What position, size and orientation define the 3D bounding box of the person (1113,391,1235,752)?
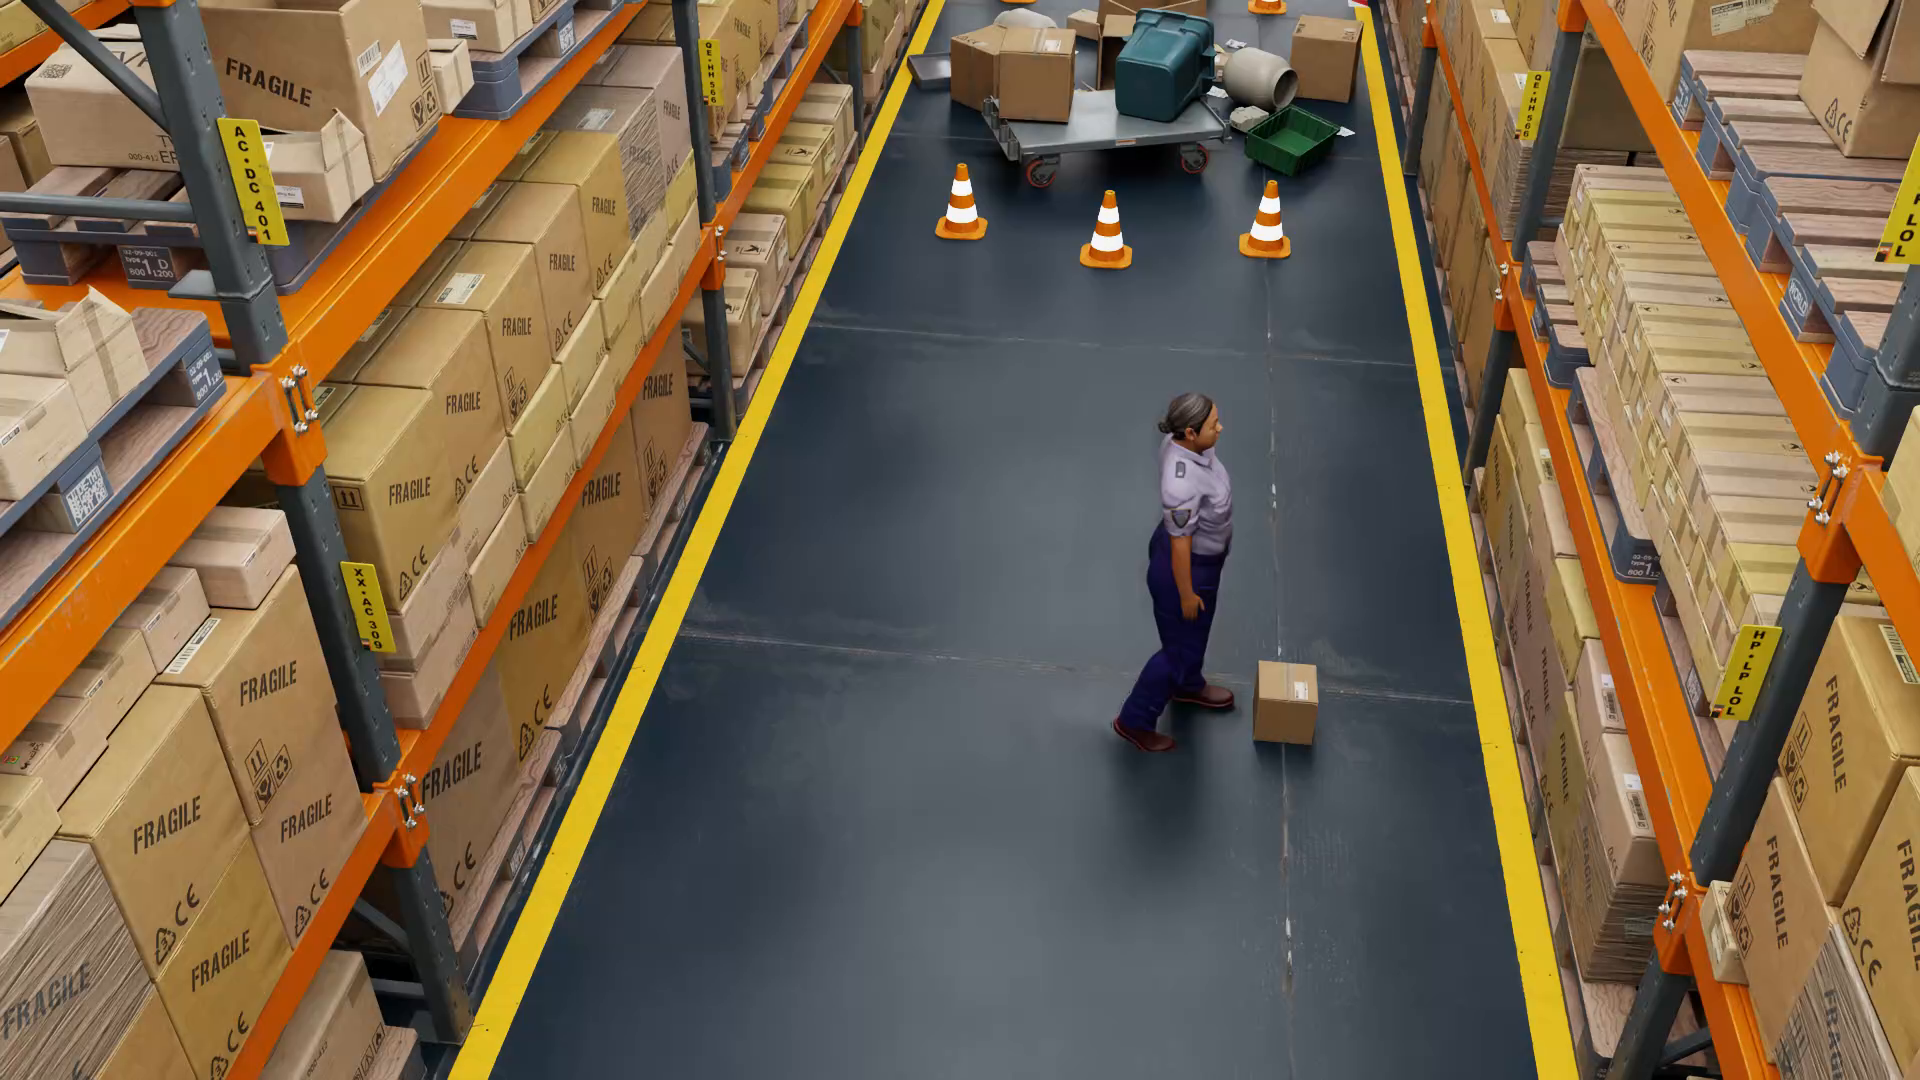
[{"bbox_3d":[0.949,0.123,6.899,0.529,1.678,0.508,4,37,6],"label":"person"}]
